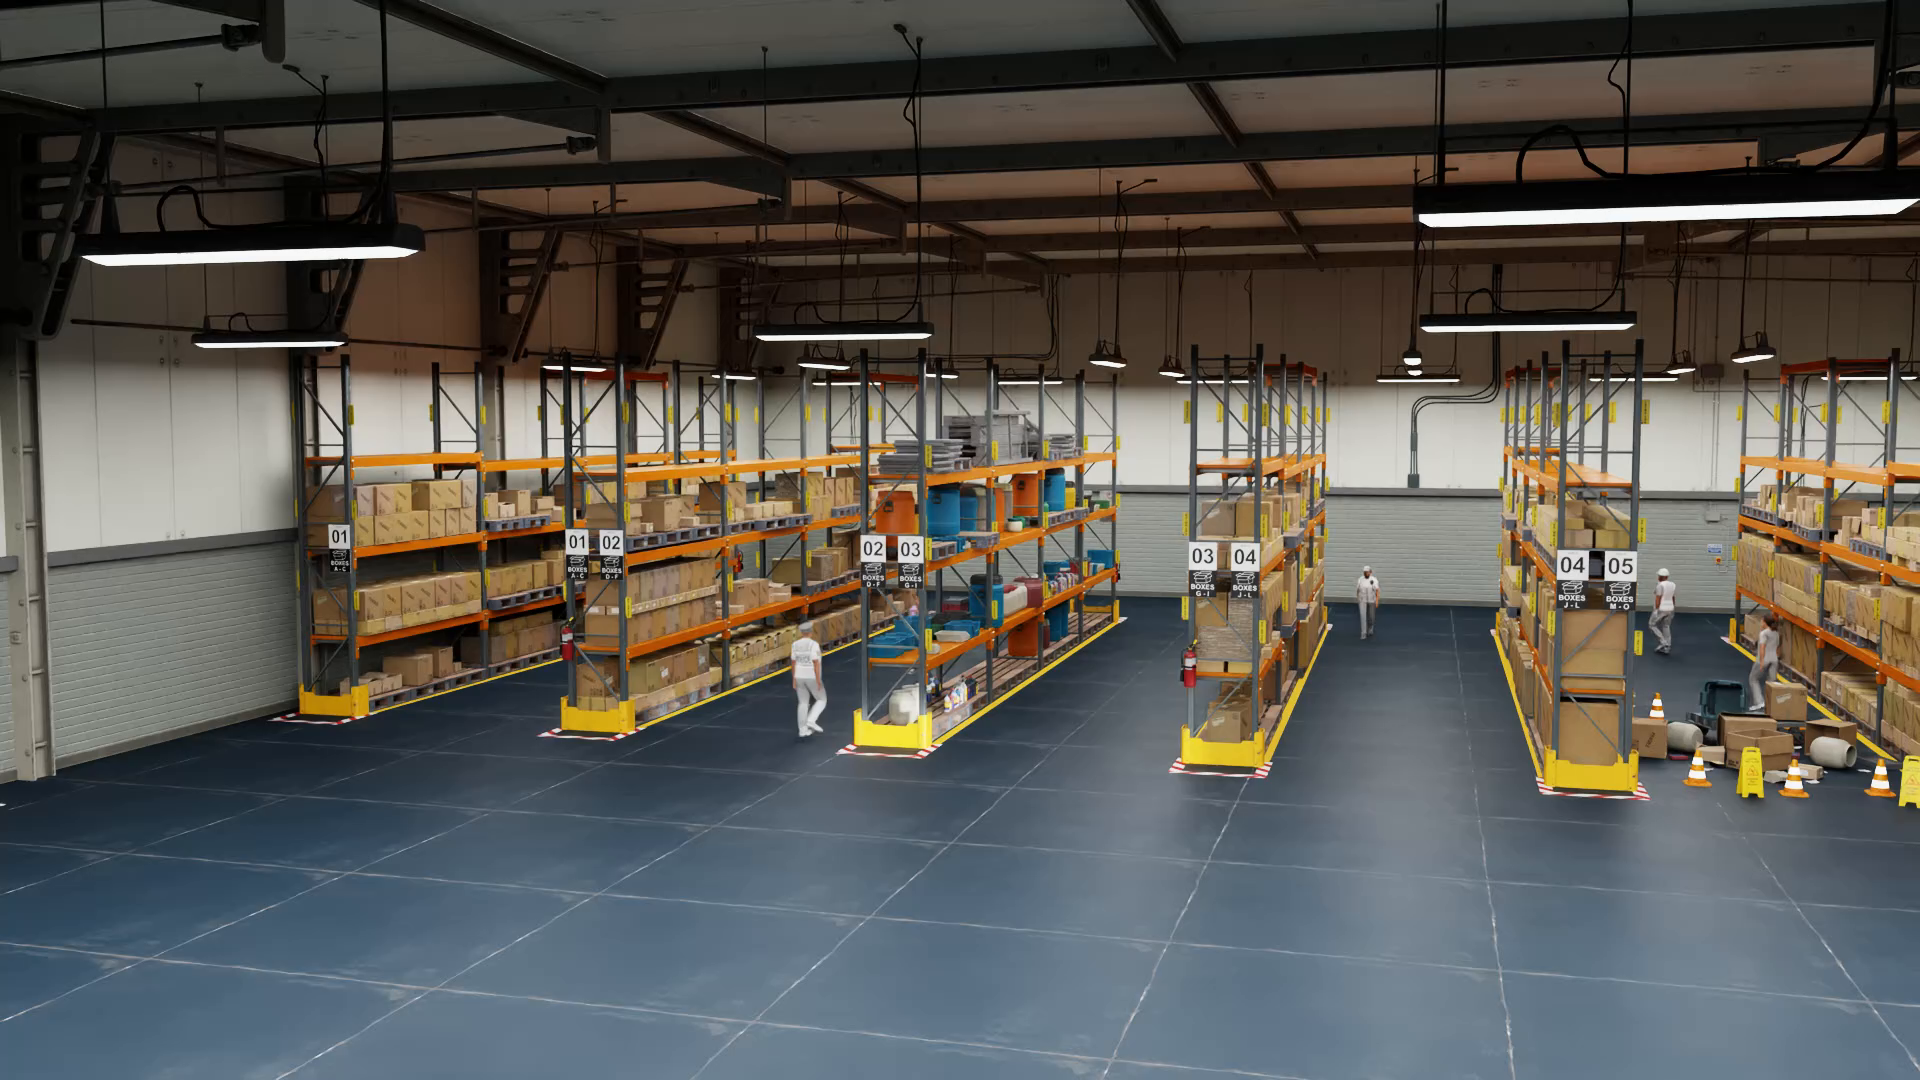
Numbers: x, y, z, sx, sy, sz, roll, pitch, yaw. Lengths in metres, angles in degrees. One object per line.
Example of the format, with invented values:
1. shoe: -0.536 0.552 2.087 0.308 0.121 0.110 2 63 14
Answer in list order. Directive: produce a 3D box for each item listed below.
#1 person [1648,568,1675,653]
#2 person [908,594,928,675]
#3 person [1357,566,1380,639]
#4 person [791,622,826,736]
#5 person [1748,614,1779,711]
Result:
1. person: 14.830 1.488 35.001 0.609 1.785 0.467 -2 5 -28
2. person: -0.801 1.720 30.491 0.426 1.473 0.954 3 5 30
3. person: 9.176 1.381 37.388 0.489 1.605 1.034 1 4 12
4. person: -2.388 2.169 25.973 0.595 1.761 0.513 2 5 24
5. person: 13.555 2.080 27.861 0.437 1.670 0.547 0 4 -4
